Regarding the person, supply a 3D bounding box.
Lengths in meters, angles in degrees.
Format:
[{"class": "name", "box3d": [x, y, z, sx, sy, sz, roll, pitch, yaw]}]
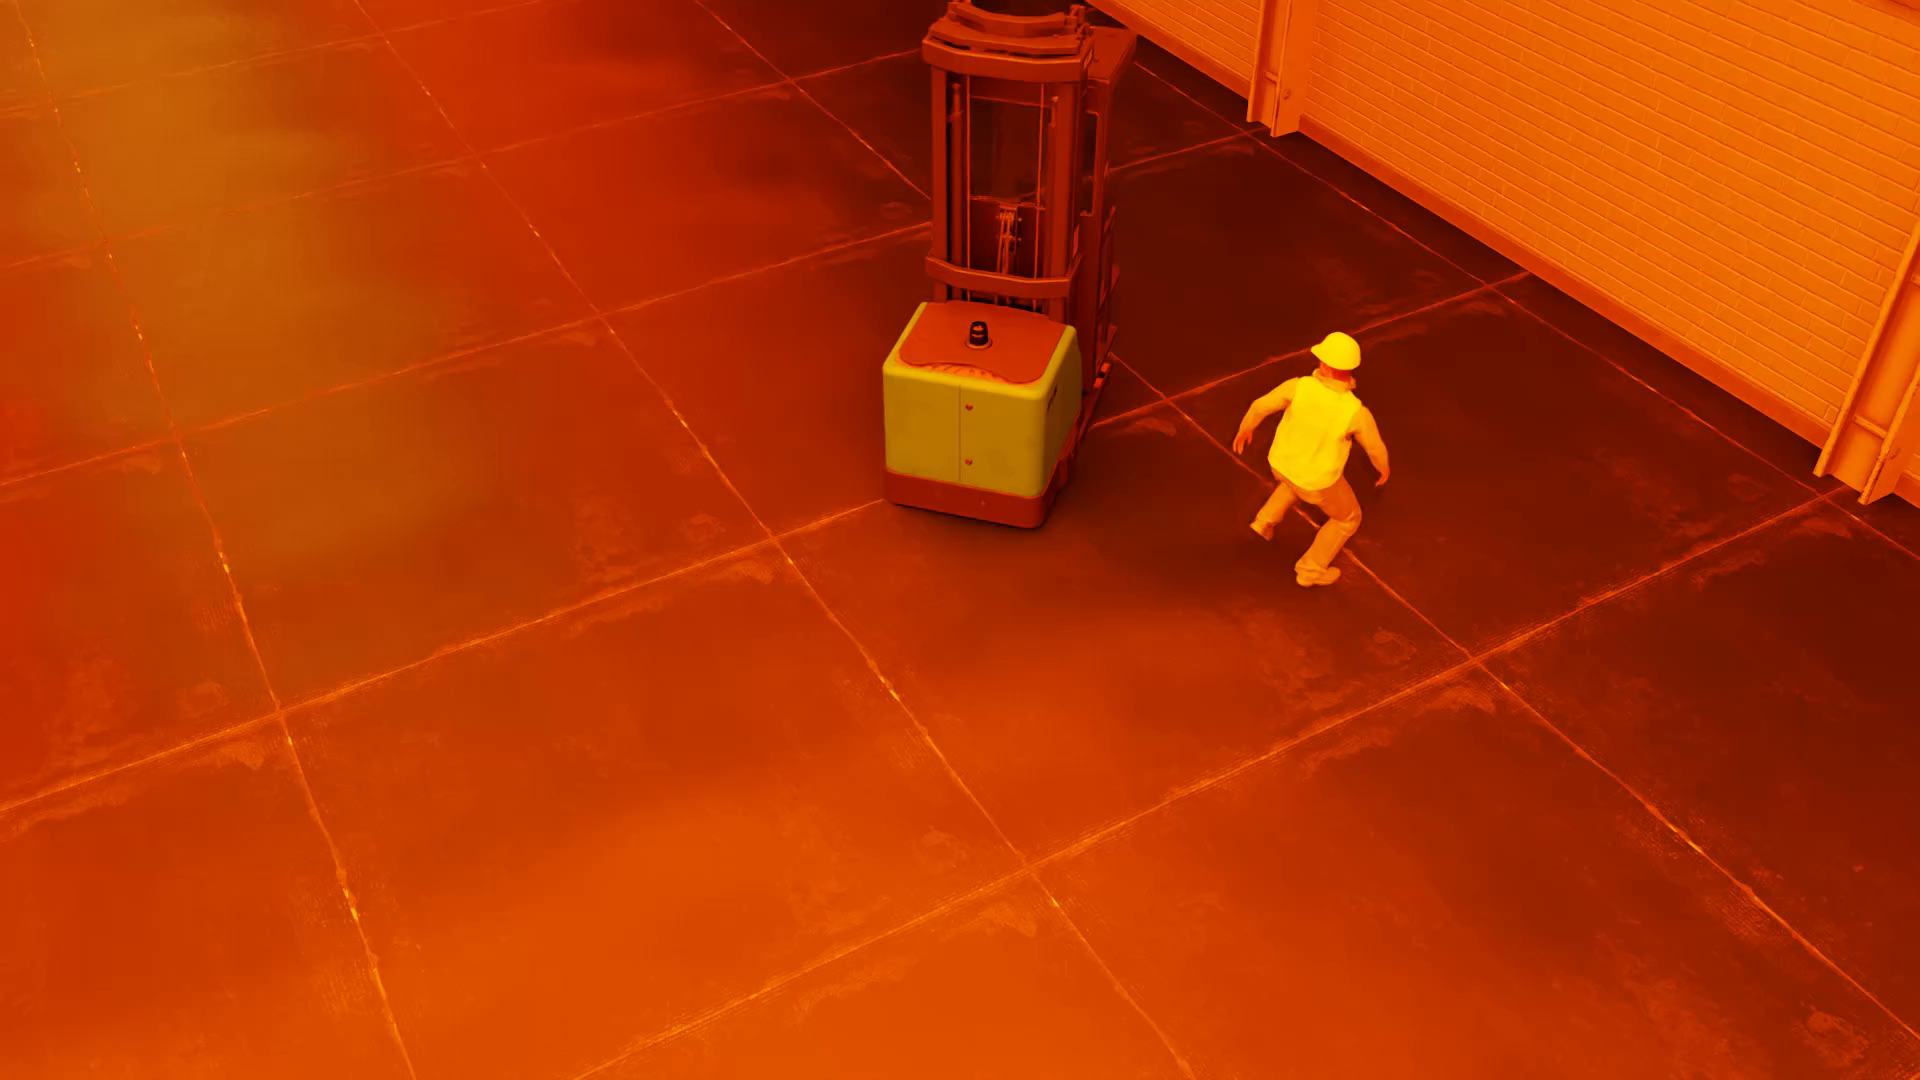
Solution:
[{"class": "person", "box3d": [2.055, -0.484, 9.623, 0.604, 1.674, 0.802, -28, 47, -29]}]

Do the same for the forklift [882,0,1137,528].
[{"class": "forklift", "box3d": [0.440, -2.150, 10.628, 1.130, 2.935, 3.031, 11, 41, 13]}]
